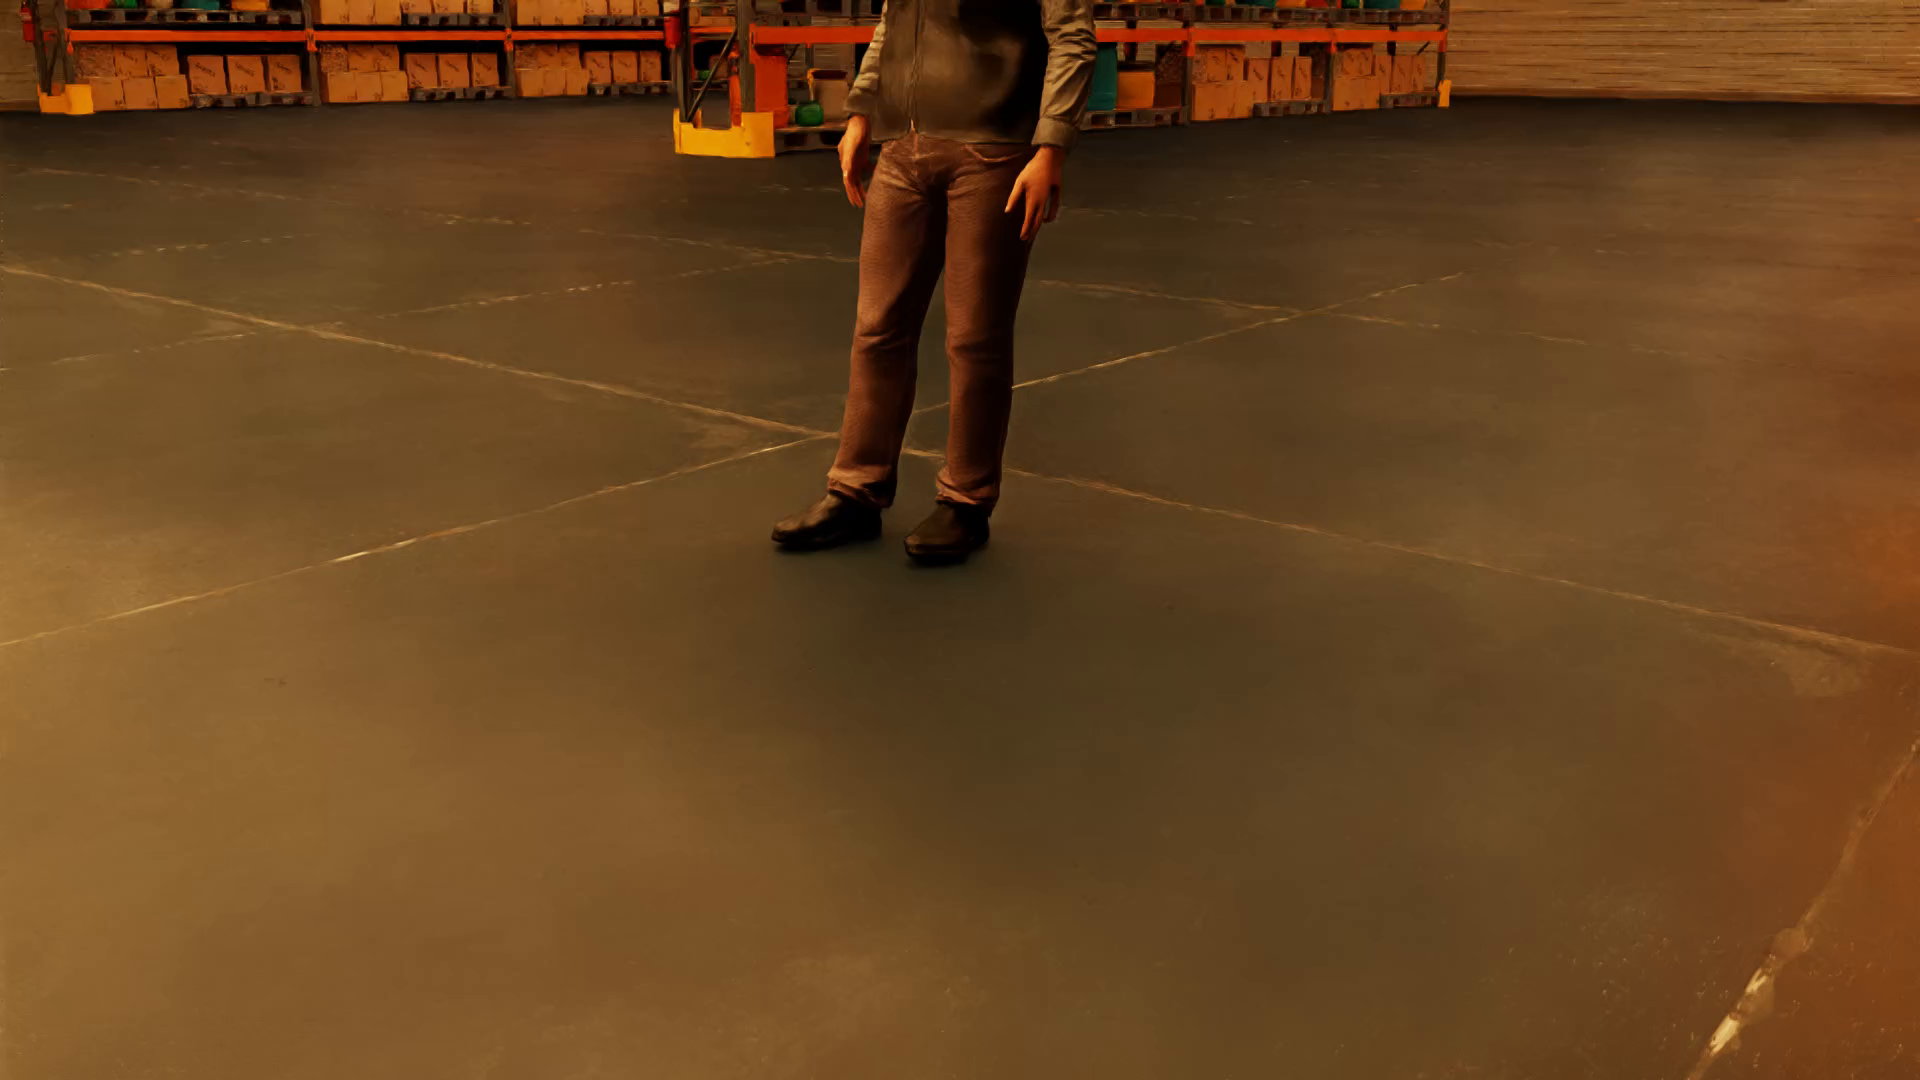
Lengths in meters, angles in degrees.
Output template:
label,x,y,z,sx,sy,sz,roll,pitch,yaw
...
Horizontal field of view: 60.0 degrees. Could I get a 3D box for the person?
label,x,y,z,sx,sy,sz,roll,pitch,yaw
person,-0.046,-0.818,3.649,0.632,1.720,0.567,13,21,37
